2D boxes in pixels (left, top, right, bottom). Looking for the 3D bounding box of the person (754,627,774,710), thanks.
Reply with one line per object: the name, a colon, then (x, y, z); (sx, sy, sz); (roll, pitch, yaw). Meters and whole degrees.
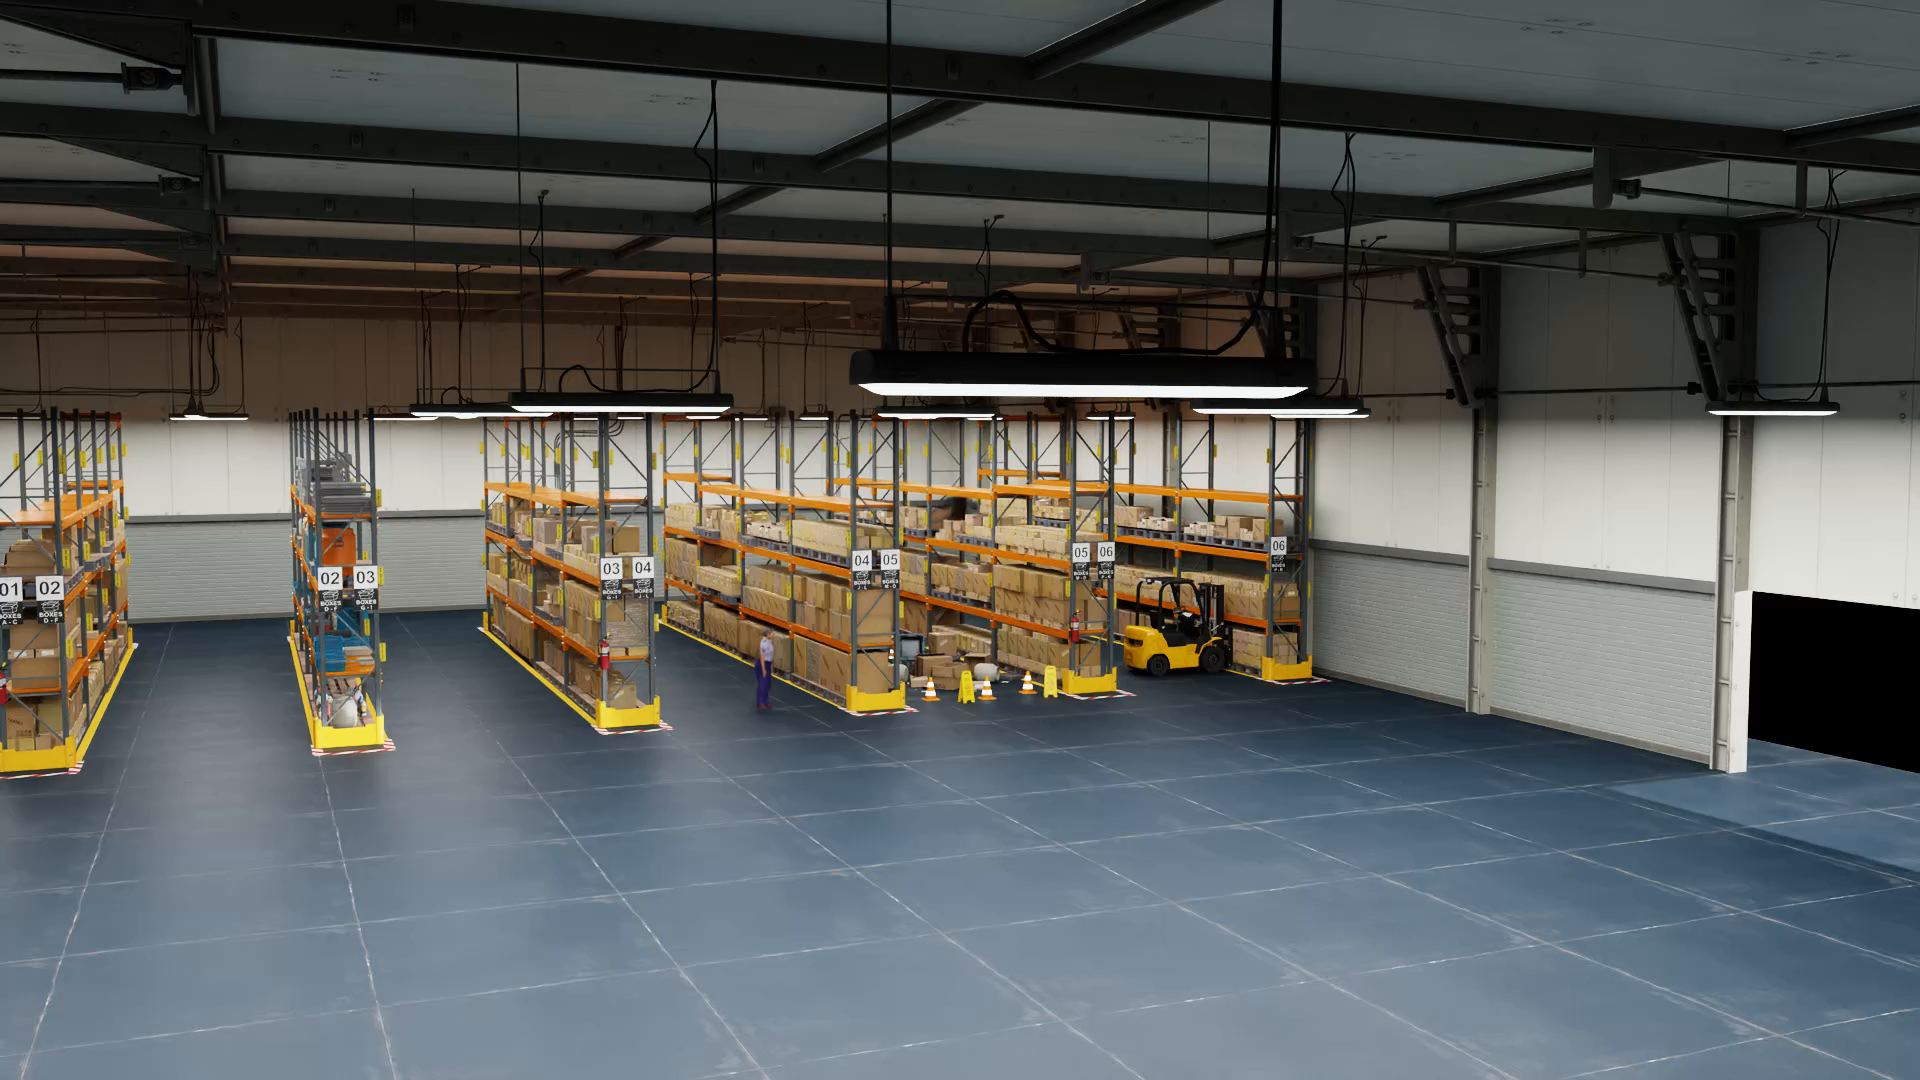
person: (-3.926, 2.571, 33.387); (0.388, 1.657, 0.508); (0, 4, 5)
